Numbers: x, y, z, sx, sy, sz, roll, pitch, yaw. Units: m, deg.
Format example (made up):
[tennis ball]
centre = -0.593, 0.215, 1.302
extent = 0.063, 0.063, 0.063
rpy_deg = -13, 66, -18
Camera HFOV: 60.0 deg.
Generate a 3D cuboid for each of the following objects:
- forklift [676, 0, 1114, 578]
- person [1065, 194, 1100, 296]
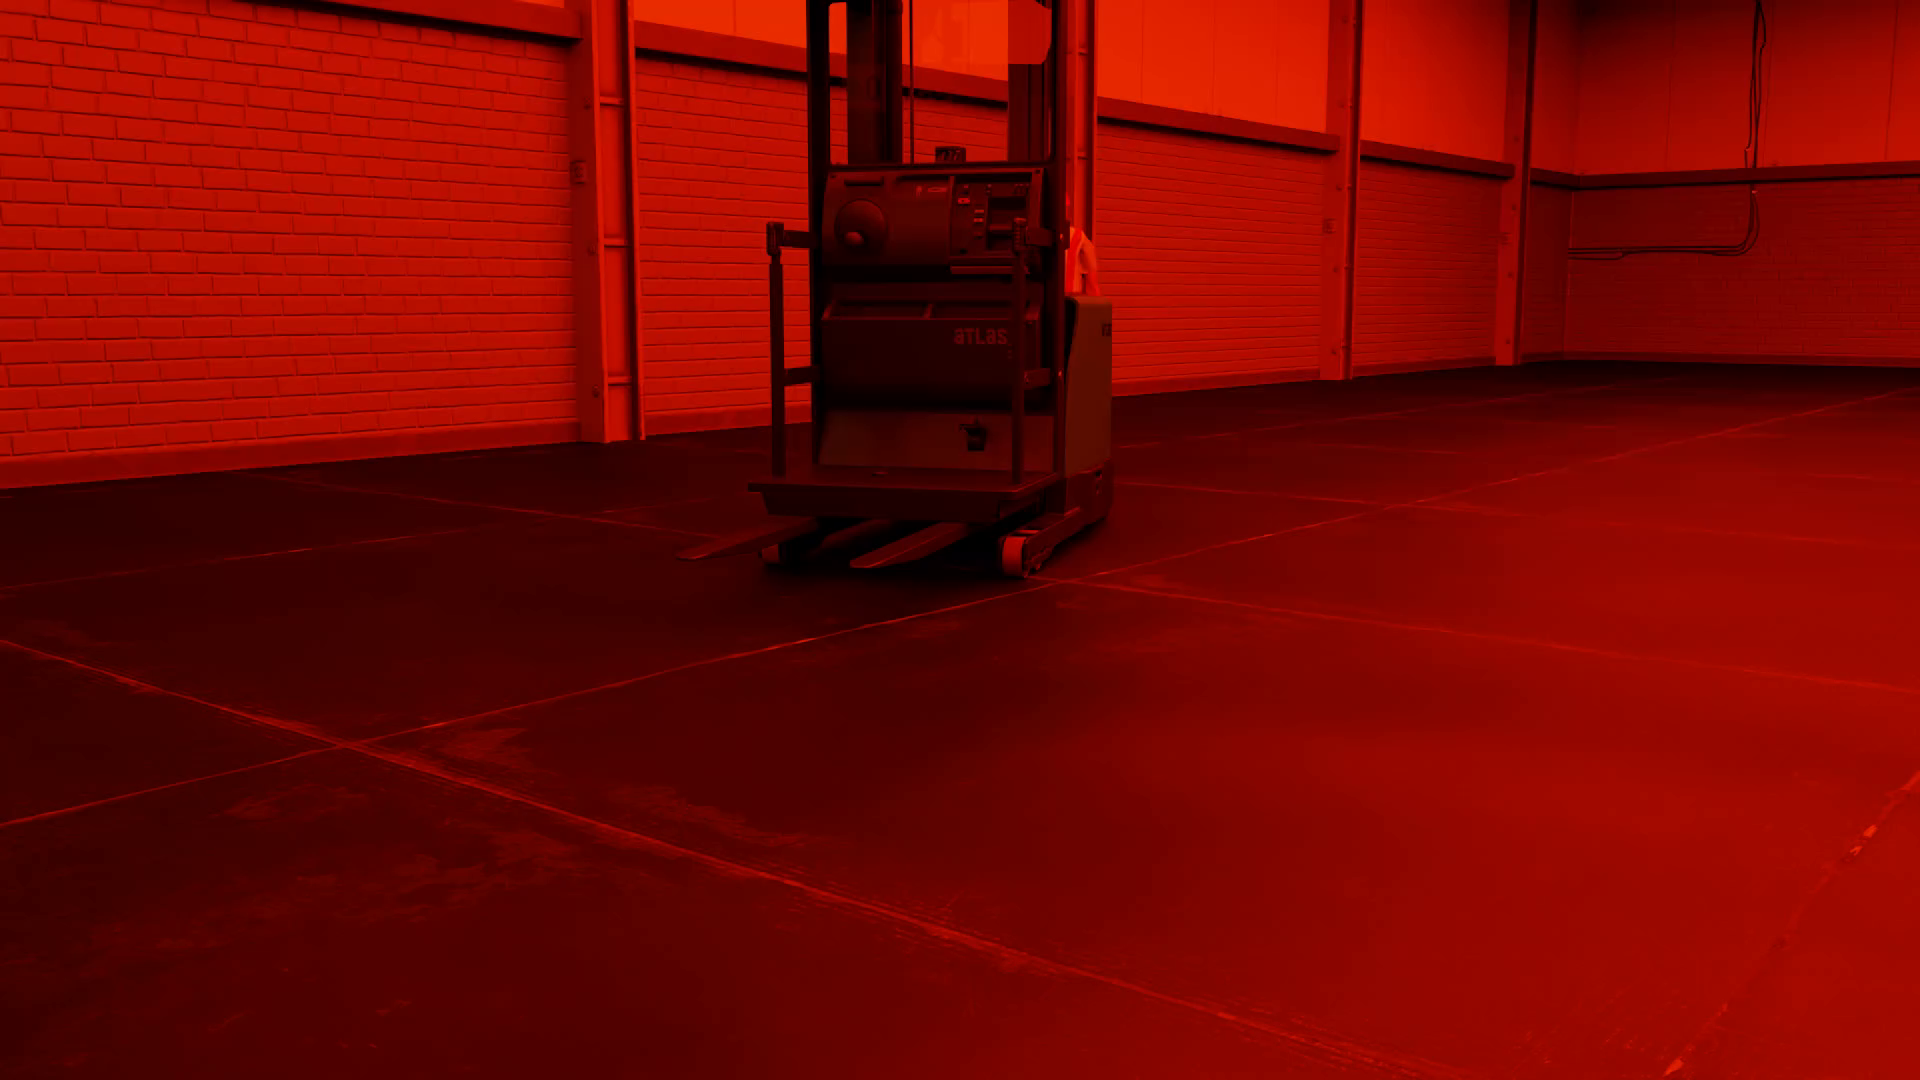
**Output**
[forklift]
centre = -0.176, -1.366, 6.616
extent = 1.130, 2.935, 3.031
rpy_deg = 3, 9, 17
[person]
centre = 0.607, -1.362, 10.620
extent = 0.612, 1.786, 0.451
rpy_deg = 2, 8, 11
